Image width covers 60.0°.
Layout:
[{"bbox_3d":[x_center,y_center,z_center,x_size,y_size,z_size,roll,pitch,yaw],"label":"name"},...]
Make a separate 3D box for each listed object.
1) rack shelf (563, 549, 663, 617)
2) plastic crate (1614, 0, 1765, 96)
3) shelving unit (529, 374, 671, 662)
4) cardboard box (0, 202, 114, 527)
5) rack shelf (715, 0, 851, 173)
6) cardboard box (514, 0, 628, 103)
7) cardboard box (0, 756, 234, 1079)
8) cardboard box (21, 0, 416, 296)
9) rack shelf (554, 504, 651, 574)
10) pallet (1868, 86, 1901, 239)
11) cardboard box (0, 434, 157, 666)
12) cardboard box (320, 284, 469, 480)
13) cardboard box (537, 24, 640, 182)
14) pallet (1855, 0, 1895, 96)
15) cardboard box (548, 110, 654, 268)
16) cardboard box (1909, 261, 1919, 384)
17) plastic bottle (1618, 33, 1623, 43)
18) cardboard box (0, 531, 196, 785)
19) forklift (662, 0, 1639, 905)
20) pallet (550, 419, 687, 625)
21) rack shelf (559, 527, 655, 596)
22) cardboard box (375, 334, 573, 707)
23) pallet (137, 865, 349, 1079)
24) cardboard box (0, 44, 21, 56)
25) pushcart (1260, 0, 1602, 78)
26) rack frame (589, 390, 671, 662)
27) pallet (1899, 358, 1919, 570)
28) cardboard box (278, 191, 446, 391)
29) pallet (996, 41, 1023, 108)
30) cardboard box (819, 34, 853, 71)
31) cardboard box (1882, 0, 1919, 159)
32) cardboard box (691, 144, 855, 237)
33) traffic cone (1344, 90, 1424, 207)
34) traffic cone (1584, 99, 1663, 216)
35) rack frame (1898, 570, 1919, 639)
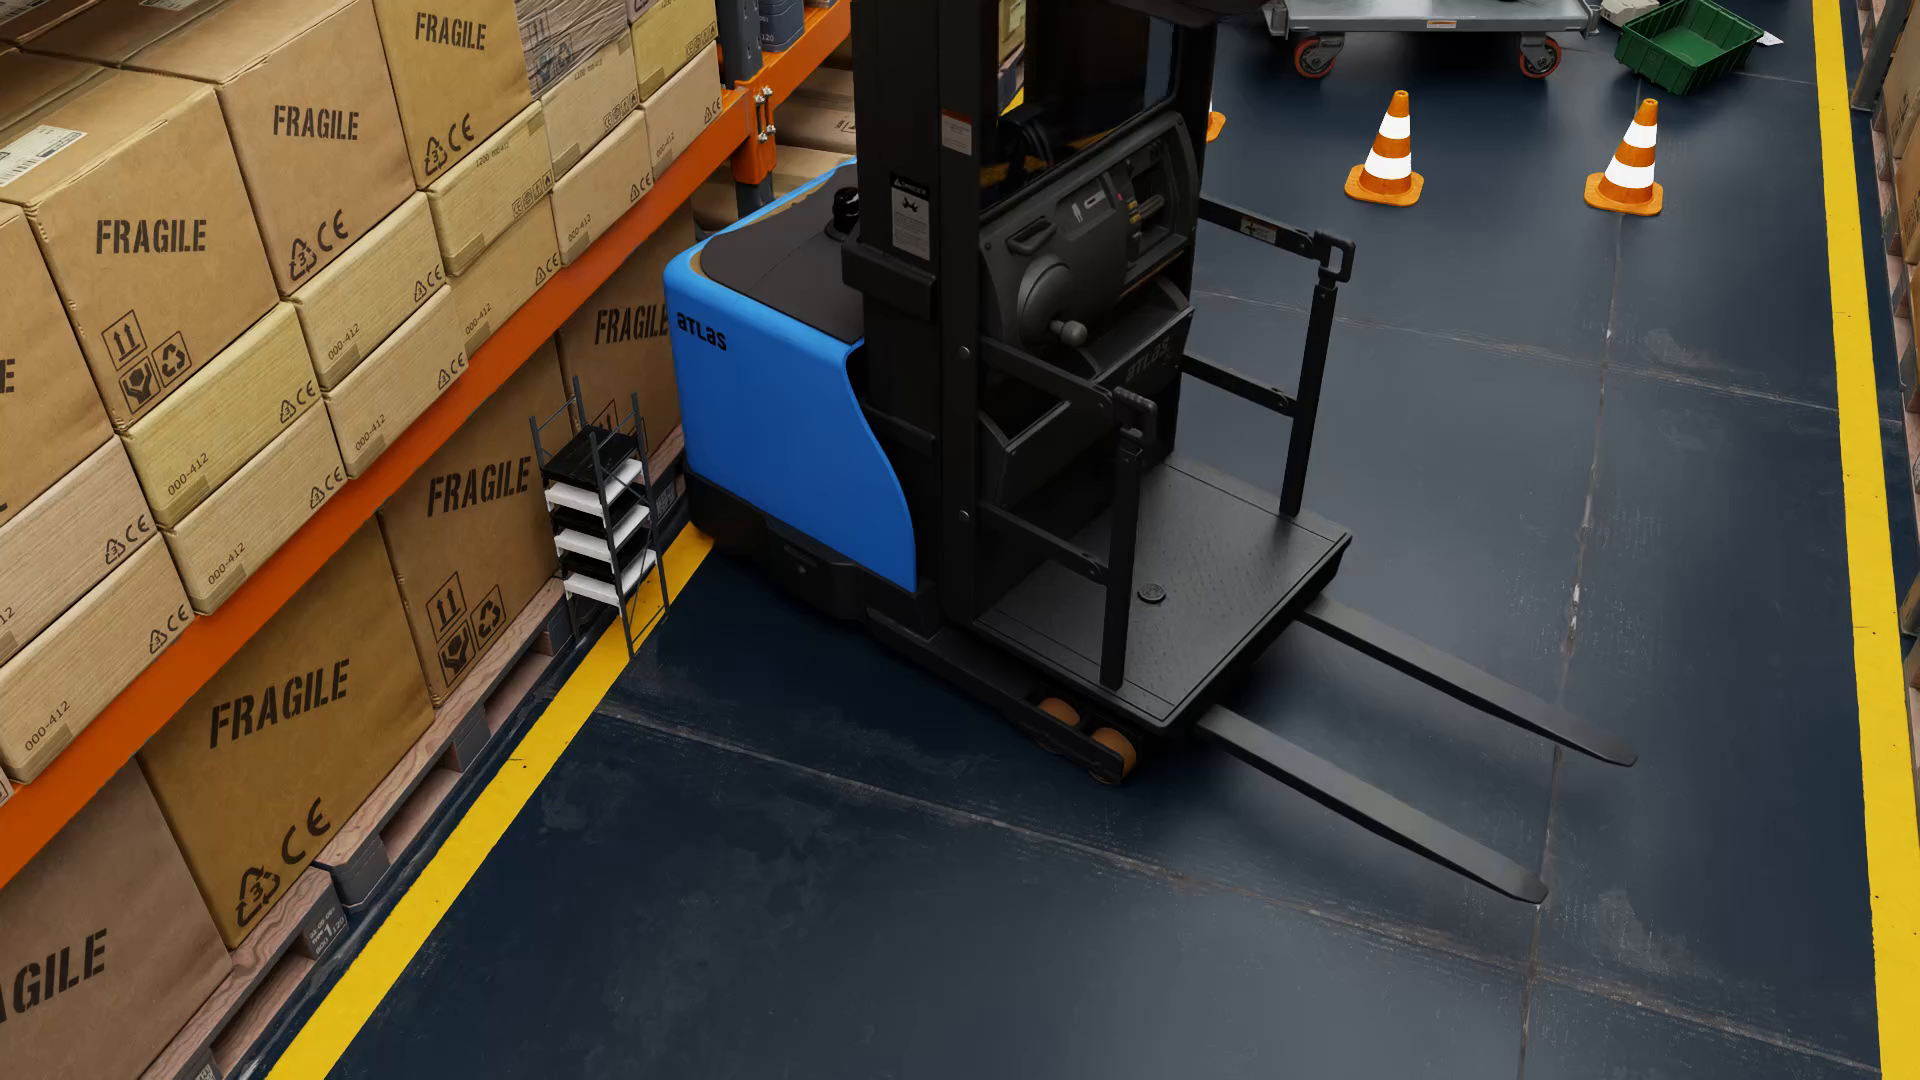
[{"bbox_3d":[-1.093,0.111,5.255,0.200,0.077,0.258,16,43,18],"label":"rack shelf"},{"bbox_3d":[3.735,-2.547,8.546,0.662,0.188,0.450,-29,58,-29],"label":"plastic crate"},{"bbox_3d":[-1.093,-0.051,5.117,0.210,0.900,0.258,16,43,18],"label":"shelving unit"},{"bbox_3d":[-1.947,-0.295,2.937,0.500,0.500,0.500,13,42,15],"label":"cardboard box"},{"bbox_3d":[-0.464,-2.741,7.206,1.077,0.370,4.000,13,42,15],"label":"rack shelf"},{"bbox_3d":[-1.246,-1.526,4.380,0.500,0.500,0.500,14,42,16],"label":"cardboard box"},{"bbox_3d":[-2.379,0.897,3.701,0.875,0.875,0.875,15,43,16],"label":"cardboard box"},{"bbox_3d":[-1.602,-0.917,3.666,0.500,0.500,0.500,13,42,14],"label":"cardboard box"},{"bbox_3d":[-1.093,-0.026,5.138,0.200,0.077,0.258,16,43,18],"label":"rack shelf"},{"bbox_3d":[4.713,-1.650,7.521,1.003,0.211,1.213,13,42,15],"label":"pallet"},{"bbox_3d":[-1.948,-0.019,3.191,0.500,0.250,0.500,14,42,16],"label":"cardboard box"},{"bbox_3d":[-1.572,-0.436,4.066,0.500,0.250,0.500,13,42,14],"label":"cardboard box"},{"bbox_3d":[-1.246,-1.263,4.650,0.500,0.250,0.500,12,42,14],"label":"cardboard box"},{"bbox_3d":[5.240,-2.584,8.616,1.003,0.211,1.213,13,42,15],"label":"pallet"},{"bbox_3d":[-1.237,-1.057,4.793,0.500,0.250,0.500,14,42,16],"label":"cardboard box"},{"bbox_3d":[4.127,-0.948,5.959,1.050,0.750,0.750,14,42,16],"label":"cardboard box"},{"bbox_3d":[3.583,-2.584,8.731,0.133,0.061,0.283,-7,41,-8],"label":"plastic bottle"},{"bbox_3d":[-1.941,0.176,3.349,0.500,0.250,0.500,12,42,14],"label":"cardboard box"},{"bbox_3d":[0.532,-0.788,4.416,3.031,2.935,1.130,28,48,29],"label":"forklift"},{"bbox_3d":[-1.488,-0.270,5.904,1.003,0.211,1.213,13,42,15],"label":"pallet"},{"bbox_3d":[-1.093,0.043,5.197,0.200,0.077,0.258,16,43,18],"label":"rack shelf"},{"bbox_3d":[-1.771,-0.201,4.988,0.875,0.875,0.875,14,42,16],"label":"cardboard box"},{"bbox_3d":[-2.323,1.218,4.160,1.003,0.211,1.213,13,42,15],"label":"pallet"},{"bbox_3d":[-2.237,-0.724,3.440,0.500,0.500,0.500,15,43,16],"label":"cardboard box"},{"bbox_3d":[2.380,-2.762,8.696,1.648,0.377,0.936,0,40,0],"label":"pushcart"},{"bbox_3d":[-1.000,-0.025,5.085,0.006,0.900,0.240,16,43,18],"label":"rack frame"},{"bbox_3d":[3.879,-0.162,5.777,1.003,0.211,1.213,13,42,15],"label":"pallet"},{"bbox_3d":[-1.580,-0.630,3.907,0.500,0.250,0.500,12,42,14],"label":"cardboard box"},{"bbox_3d":[-0.045,-2.699,8.751,1.003,0.211,1.213,13,42,15],"label":"pallet"},{"bbox_3d":[-0.436,-2.211,7.731,0.950,0.372,0.625,15,43,17],"label":"cardboard box"},{"bbox_3d":[4.779,-2.103,7.314,1.050,0.750,0.750,13,42,15],"label":"cardboard box"},{"bbox_3d":[-0.945,-1.298,6.661,0.950,0.372,0.625,11,42,12],"label":"cardboard box"},{"bbox_3d":[1.952,-1.804,7.508,0.336,0.463,0.334,13,42,15],"label":"traffic cone"},{"bbox_3d":[3.029,-1.750,7.445,0.336,0.463,0.334,13,42,15],"label":"traffic cone"},{"bbox_3d":[3.538,-0.758,4.328,1.000,3.000,0.127,13,42,15],"label":"rack frame"}]
